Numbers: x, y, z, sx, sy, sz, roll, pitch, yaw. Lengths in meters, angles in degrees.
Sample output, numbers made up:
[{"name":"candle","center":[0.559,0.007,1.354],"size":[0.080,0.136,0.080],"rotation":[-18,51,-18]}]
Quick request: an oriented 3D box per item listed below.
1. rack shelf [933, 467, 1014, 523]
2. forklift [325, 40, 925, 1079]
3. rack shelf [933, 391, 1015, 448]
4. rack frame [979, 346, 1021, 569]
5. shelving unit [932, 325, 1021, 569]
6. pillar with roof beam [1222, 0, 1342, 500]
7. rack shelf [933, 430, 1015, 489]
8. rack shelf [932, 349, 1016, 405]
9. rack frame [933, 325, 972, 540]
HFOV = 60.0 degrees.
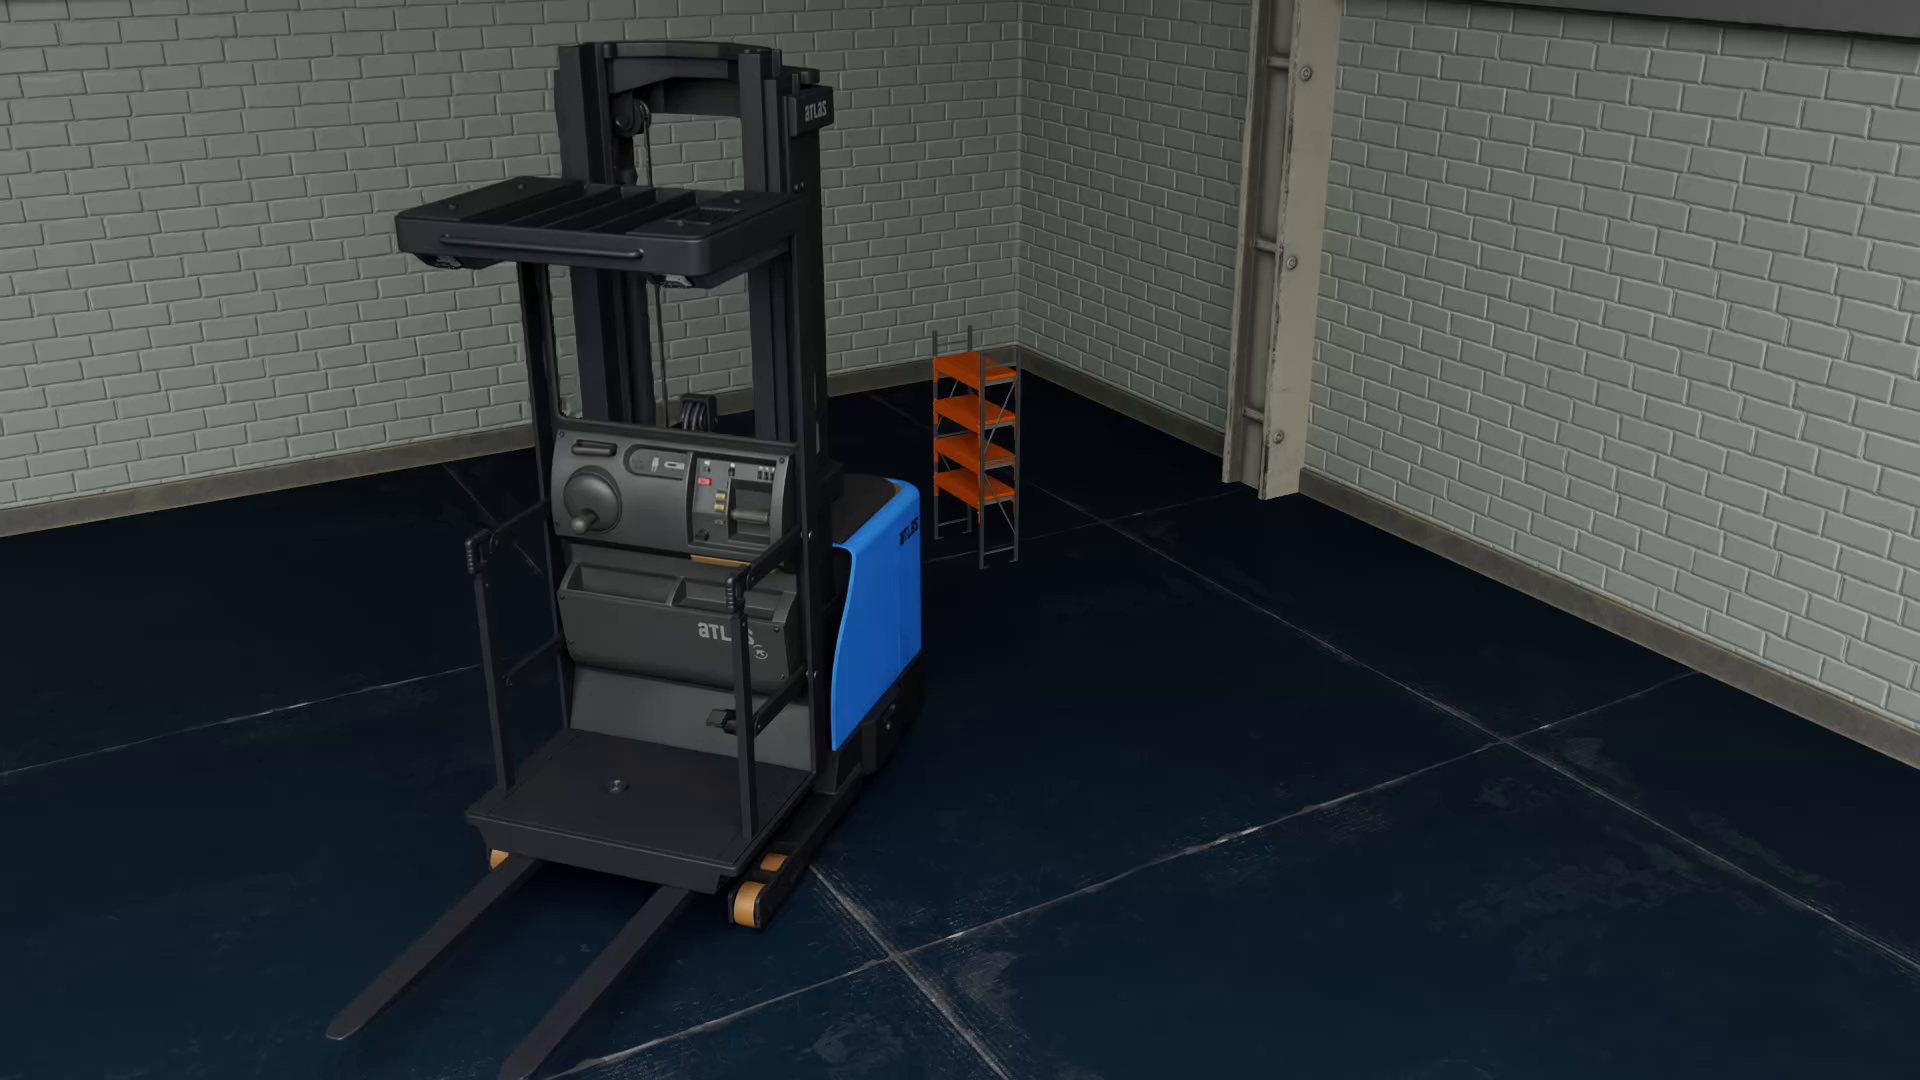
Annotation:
[{"name":"rack shelf","center":[0.085,-0.256,9.054],"size":[0.258,0.148,0.480],"rotation":[-13,25,-28]},{"name":"forklift","center":[-1.115,-0.149,5.787],"size":[1.130,2.935,3.031],"rotation":[7,23,18]},{"name":"rack shelf","center":[0.085,-0.647,8.895],"size":[0.258,0.148,0.480],"rotation":[-13,25,-28]},{"name":"rack frame","center":[0.209,-0.423,8.759],"size":[0.240,1.200,0.015],"rotation":[-13,25,-28]},{"name":"shelving unit","center":[0.085,-0.502,8.954],"size":[0.258,1.200,0.503],"rotation":[-13,25,-28]},{"name":"pillar with roof beam","center":[-1.865,-3.672,6.394],"size":[9.100,9.000,0.400],"rotation":[-13,25,-28]},{"name":"rack shelf","center":[0.085,-0.440,8.979],"size":[0.258,0.148,0.480],"rotation":[-13,25,-28]},{"name":"rack shelf","center":[0.085,-0.866,8.806],"size":[0.258,0.148,0.480],"rotation":[-13,25,-28]},{"name":"rack frame","center":[-0.040,-0.581,9.148],"size":[0.240,1.200,0.015],"rotation":[-13,25,-28]}]
